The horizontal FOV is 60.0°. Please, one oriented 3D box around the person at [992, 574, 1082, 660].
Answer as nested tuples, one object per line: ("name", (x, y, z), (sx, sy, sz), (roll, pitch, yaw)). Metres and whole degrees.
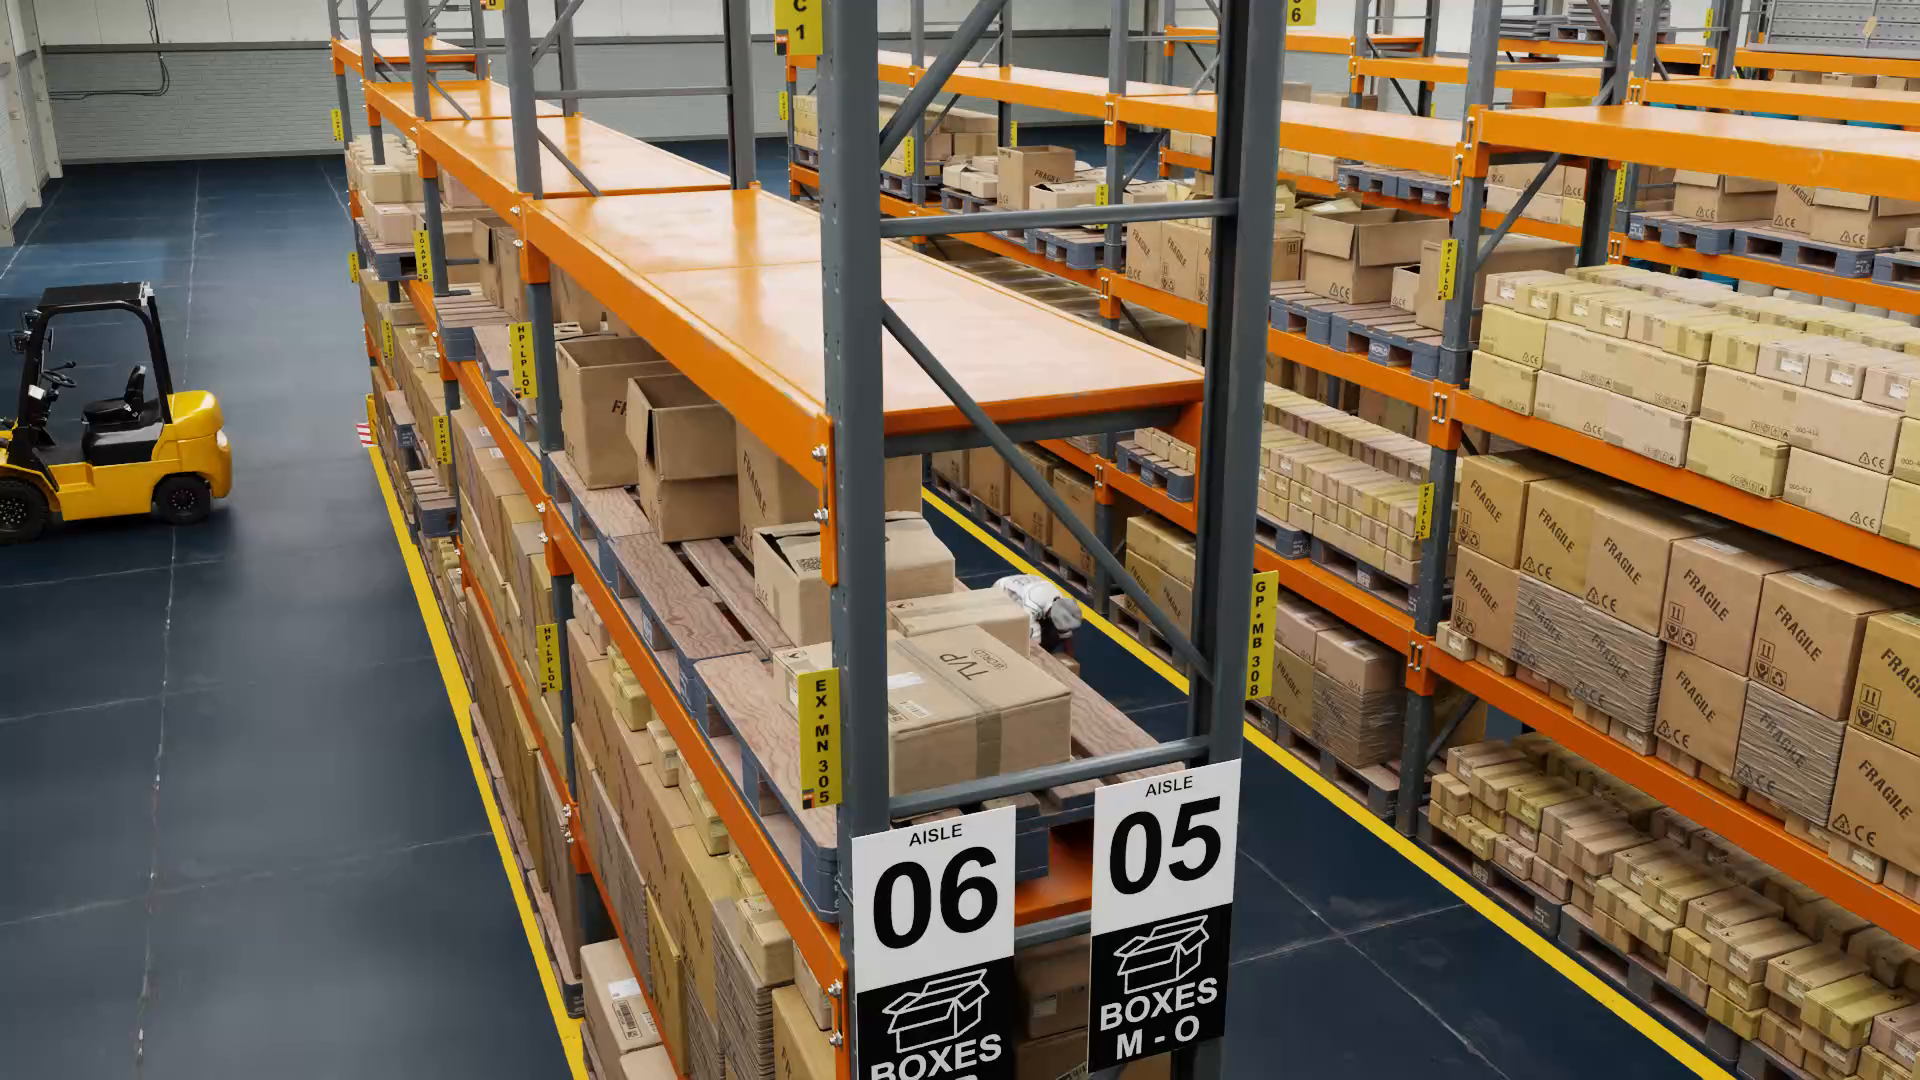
("person", (0.560, 0.673, 12.290), (0.453, 0.773, 0.926), (-9, 21, -24))
